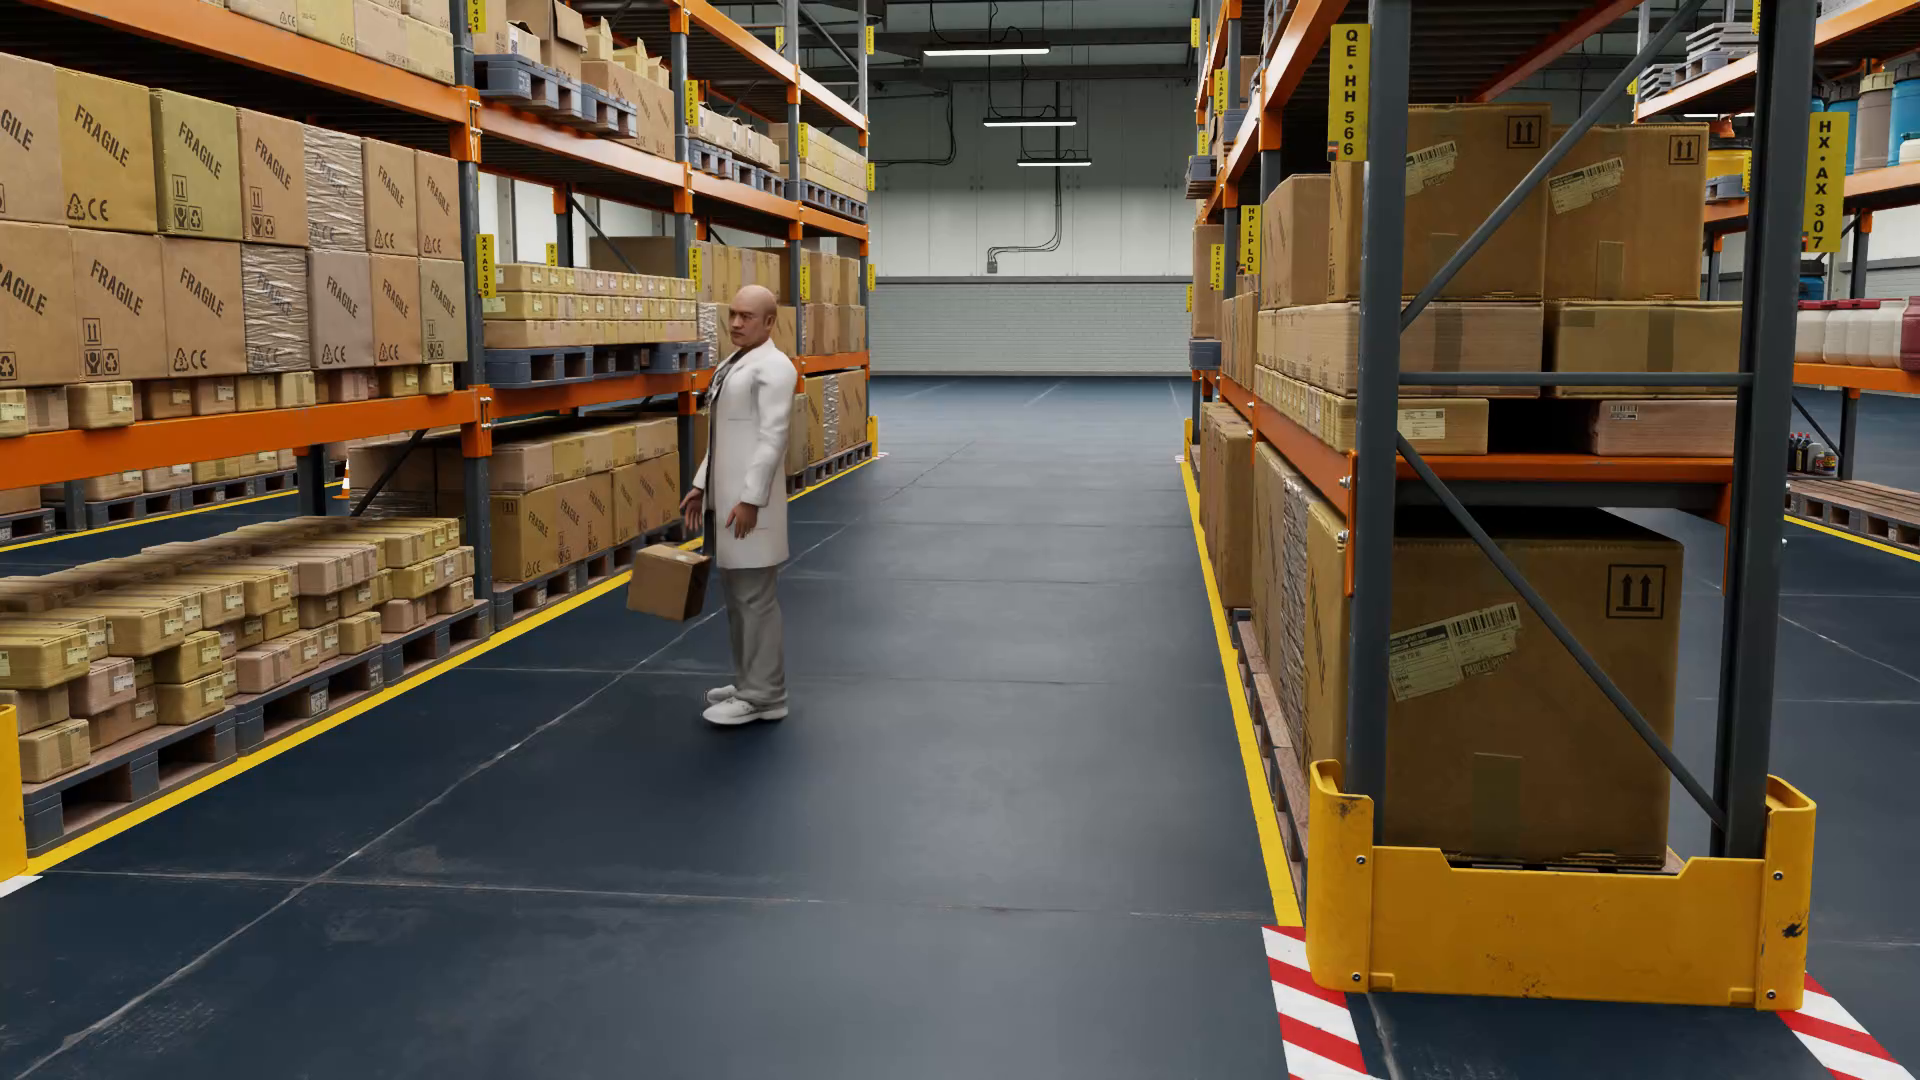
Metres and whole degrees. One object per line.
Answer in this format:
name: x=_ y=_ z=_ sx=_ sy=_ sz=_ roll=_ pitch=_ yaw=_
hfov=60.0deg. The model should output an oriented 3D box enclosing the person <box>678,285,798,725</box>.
person: x=-0.917 y=-0.142 z=6.808 sx=0.404 sy=1.785 sz=0.671 roll=-3 pitch=8 yaw=-23
